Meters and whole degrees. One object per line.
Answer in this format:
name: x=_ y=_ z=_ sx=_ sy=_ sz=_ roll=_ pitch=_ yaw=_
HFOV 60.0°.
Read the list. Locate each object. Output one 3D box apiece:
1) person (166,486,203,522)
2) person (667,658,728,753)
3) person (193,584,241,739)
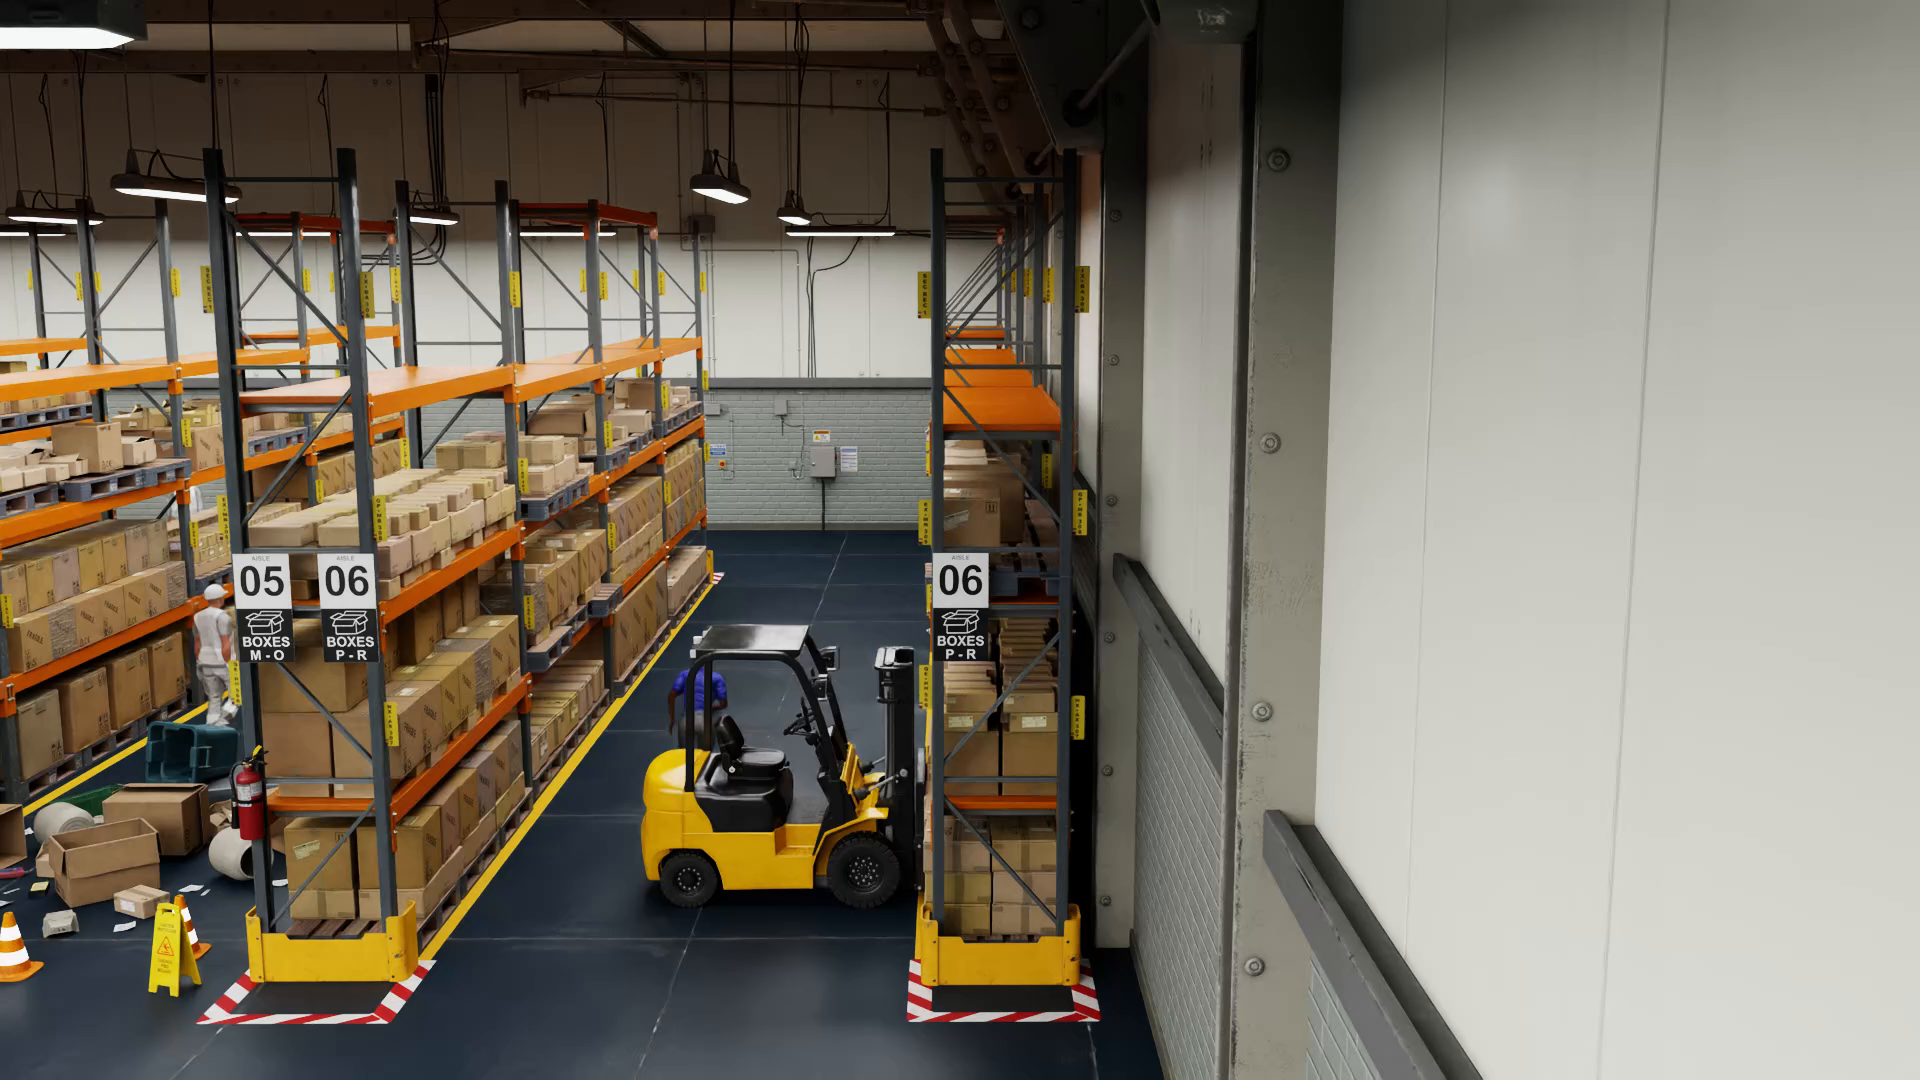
person: x=-13.793 y=-0.434 z=29.605 sx=0.584 sy=1.707 sz=1.102 roll=-5 pitch=10 yaw=-28
person: x=-2.567 y=1.820 z=16.326 sx=0.570 sy=1.545 sz=0.727 roll=0 pitch=9 yaw=1
person: x=-8.165 y=1.382 z=18.249 sx=0.579 sy=1.775 sz=0.552 roll=2 pitch=9 yaw=10
